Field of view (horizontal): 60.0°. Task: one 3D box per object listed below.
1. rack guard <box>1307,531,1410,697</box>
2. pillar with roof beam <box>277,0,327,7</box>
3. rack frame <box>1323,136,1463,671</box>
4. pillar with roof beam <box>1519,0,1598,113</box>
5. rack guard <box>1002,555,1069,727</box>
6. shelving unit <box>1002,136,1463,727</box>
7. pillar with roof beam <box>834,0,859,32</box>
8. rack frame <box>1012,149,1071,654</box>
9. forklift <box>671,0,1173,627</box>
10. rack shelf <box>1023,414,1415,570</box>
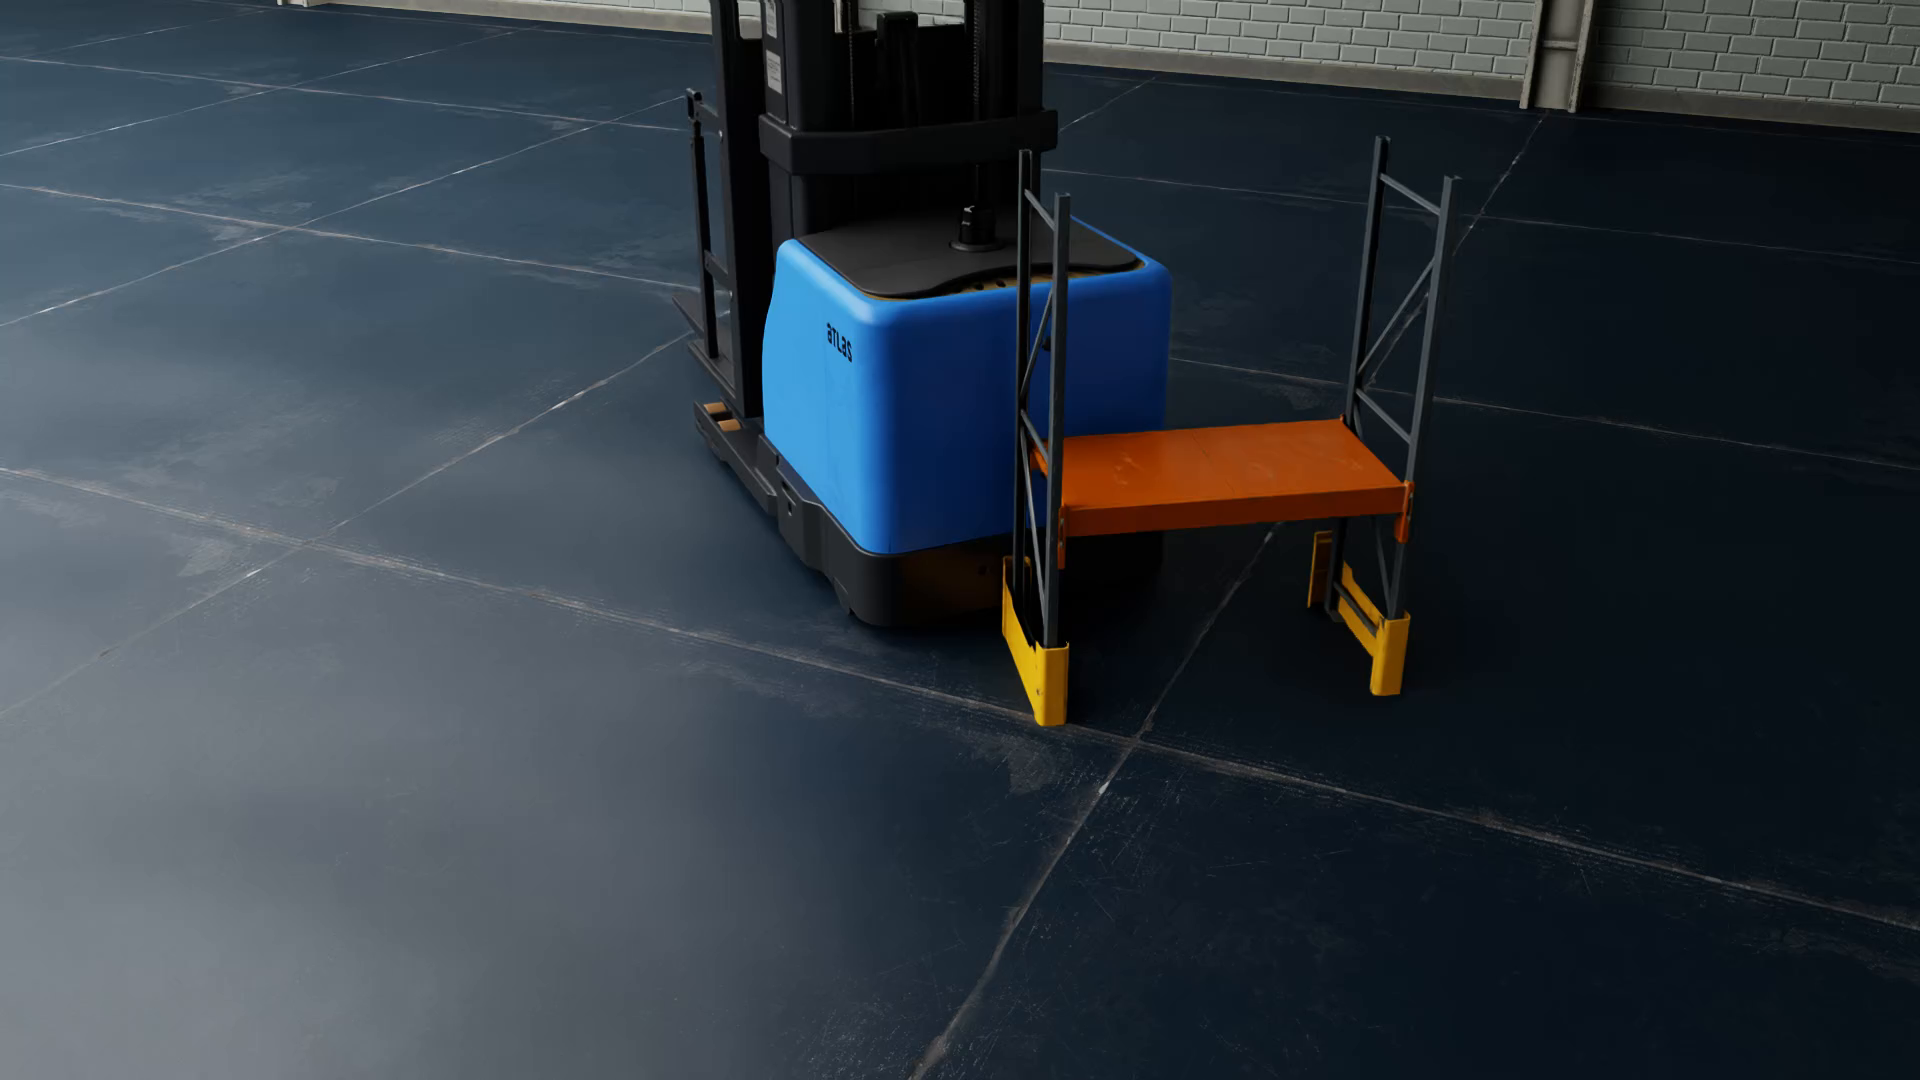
[{"bbox_3d":[1.199,0.213,5.034,0.087,0.250,0.587,-4,27,-8],"label":"rack guard"},{"bbox_3d":[-8.366,-7.689,11.179,0.400,9.000,9.100,11,28,22],"label":"pillar with roof beam"},{"bbox_3d":[1.218,-0.349,4.761,0.032,1.500,0.500,-4,27,-8],"label":"rack frame"},{"bbox_3d":[2.557,-5.495,6.722,0.400,9.000,9.100,11,28,22],"label":"pillar with roof beam"},{"bbox_3d":[0.216,0.286,4.887,0.087,0.250,0.587,-4,27,-8],"label":"rack guard"},{"bbox_3d":[0.707,-0.311,4.684,1.083,1.500,0.587,-4,27,-8],"label":"shelving unit"},{"bbox_3d":[-2.904,-6.592,8.951,0.400,9.000,9.100,11,28,22],"label":"pillar with roof beam"},{"bbox_3d":[0.215,-0.275,4.611,0.032,1.500,0.500,-4,27,-8],"label":"rack frame"},{"bbox_3d":[-0.390,-1.676,5.836,1.130,2.935,3.031,-11,28,-21],"label":"forklift"},{"bbox_3d":[0.716,-0.151,4.765,1.000,0.185,0.538,-4,27,-8],"label":"rack shelf"}]
